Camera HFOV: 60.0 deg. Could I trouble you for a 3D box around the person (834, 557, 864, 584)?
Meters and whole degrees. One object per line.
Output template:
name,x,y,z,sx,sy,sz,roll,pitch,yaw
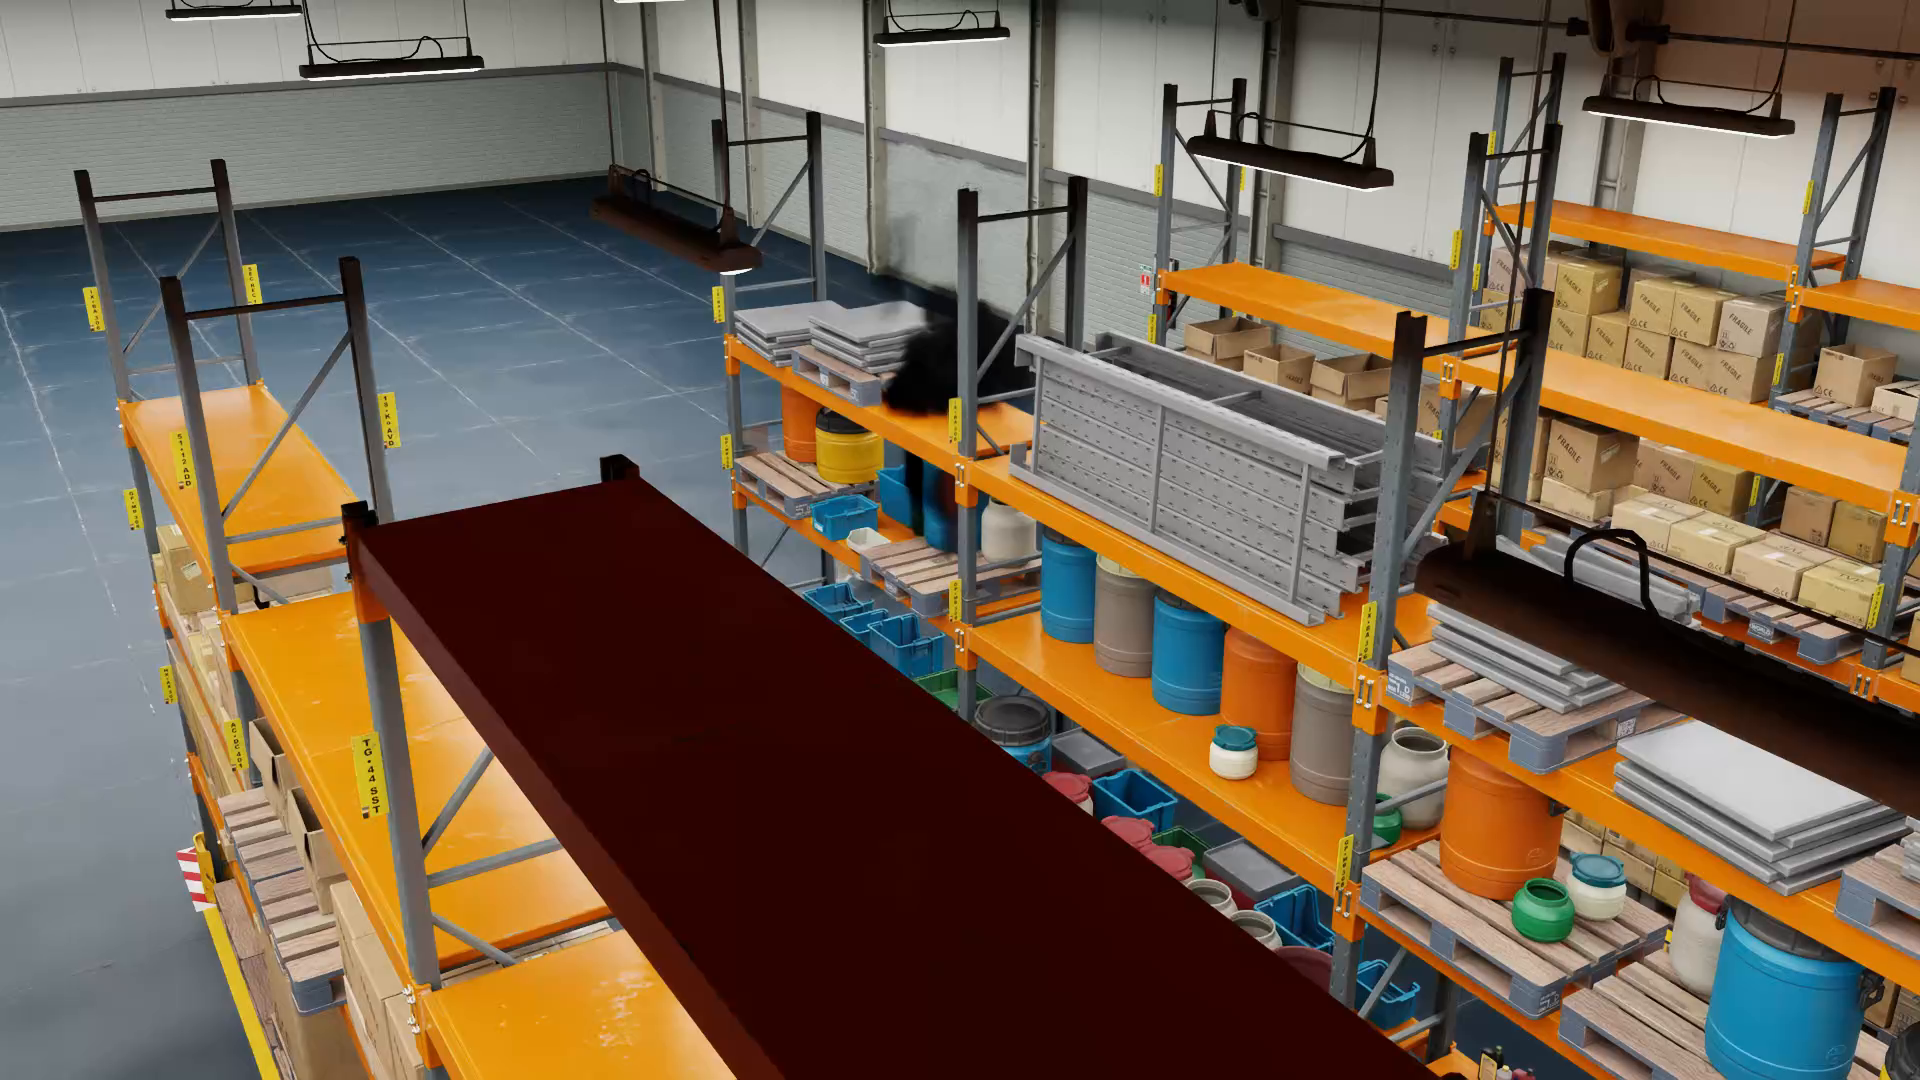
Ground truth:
person,-1.282,-0.280,19.698,0.815,1.844,0.687,-3,22,-6

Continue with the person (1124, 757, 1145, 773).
person,1.480,1.364,14.960,0.664,1.702,0.590,-17,27,-36
